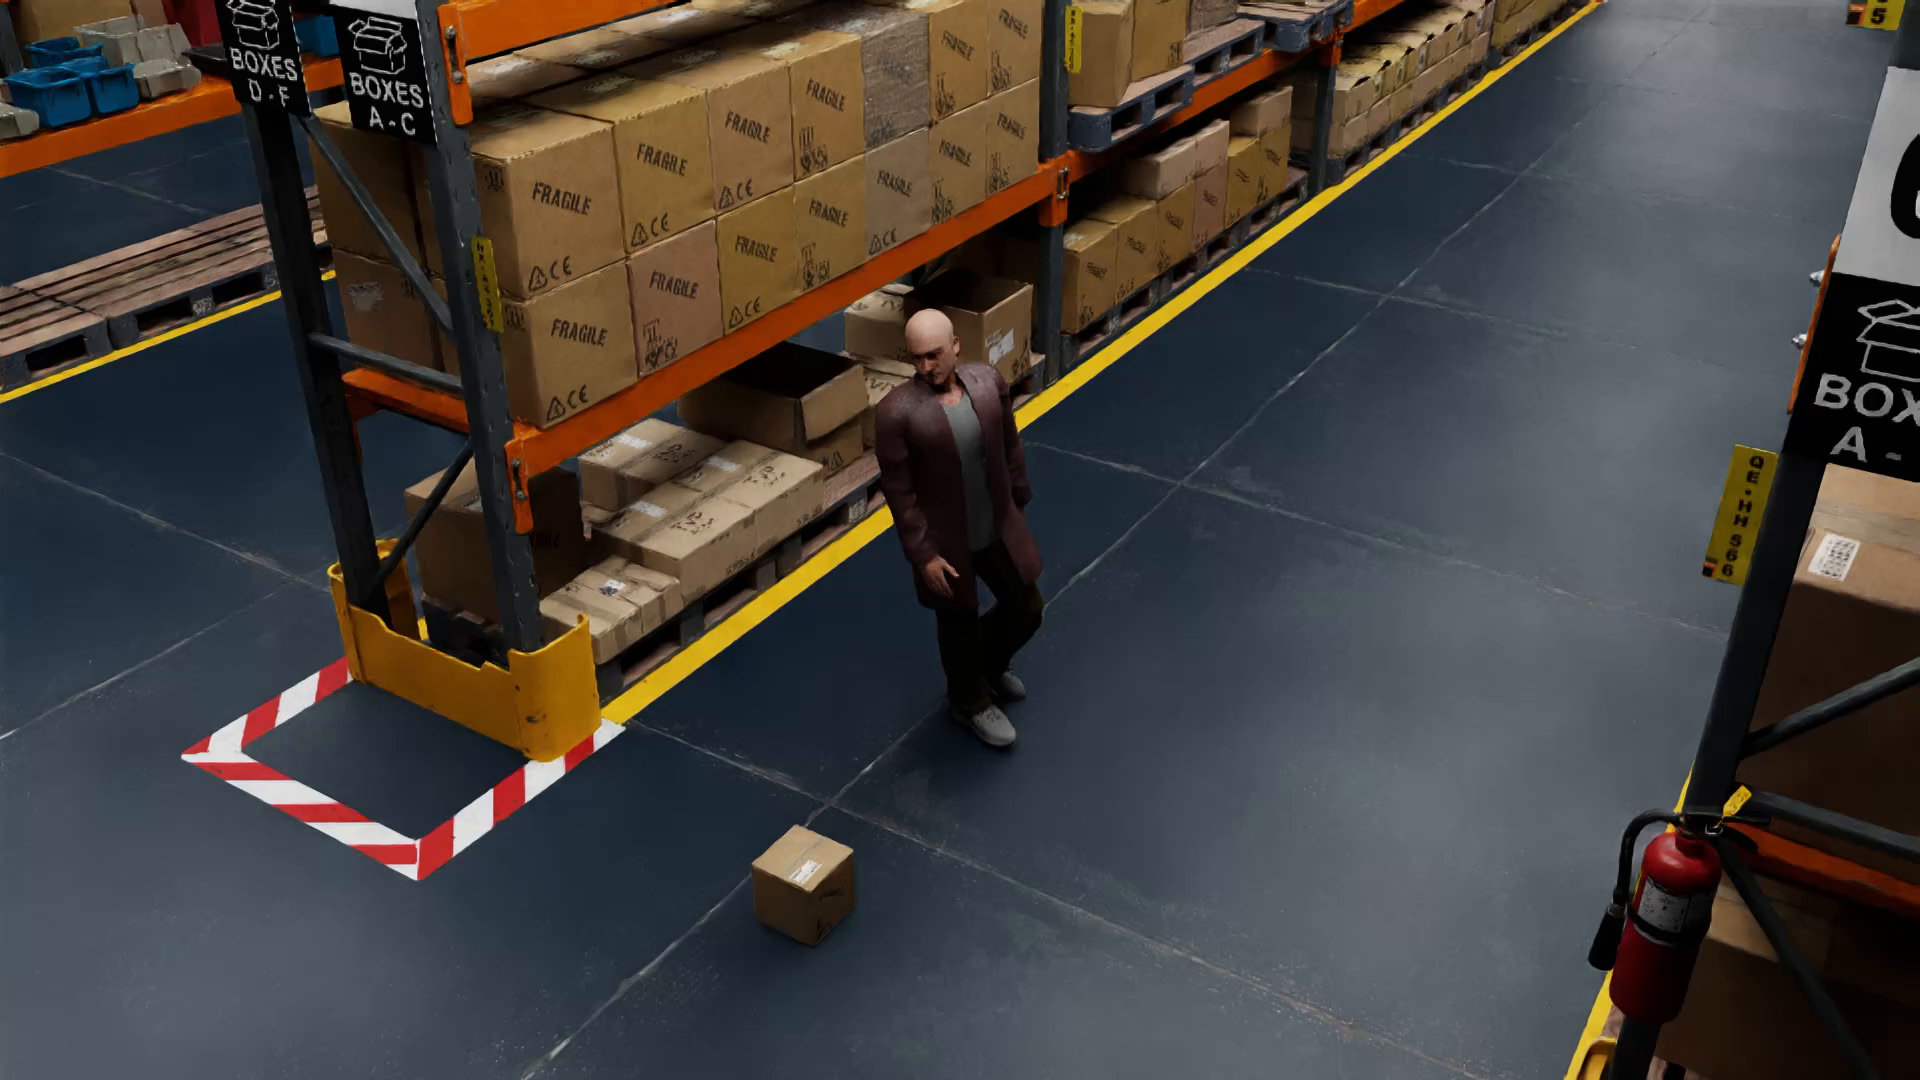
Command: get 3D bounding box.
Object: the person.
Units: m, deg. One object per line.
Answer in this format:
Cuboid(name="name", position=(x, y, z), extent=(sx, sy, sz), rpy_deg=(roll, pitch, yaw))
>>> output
Cuboid(name="person", position=(0.014, -0.025, 6.189), extent=(0.643, 1.776, 0.511), rpy_deg=(-16, 34, -26))
